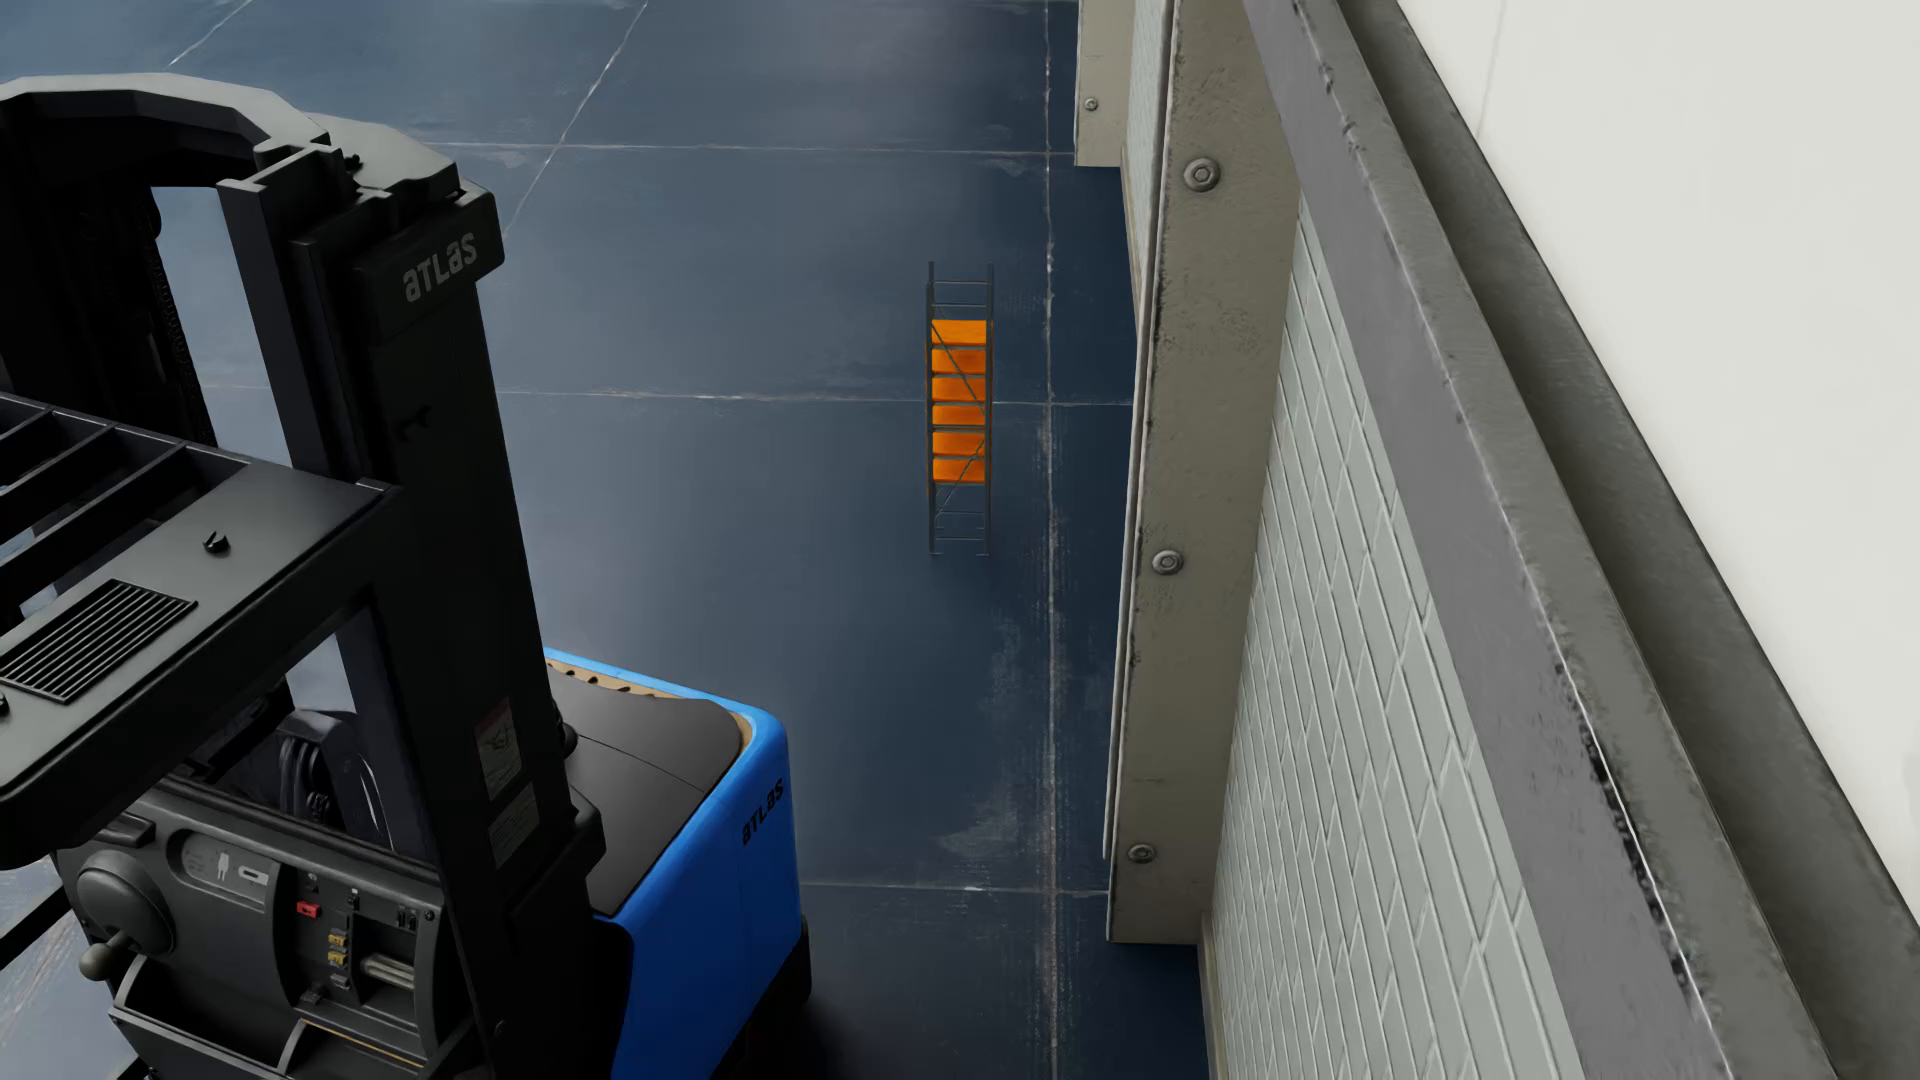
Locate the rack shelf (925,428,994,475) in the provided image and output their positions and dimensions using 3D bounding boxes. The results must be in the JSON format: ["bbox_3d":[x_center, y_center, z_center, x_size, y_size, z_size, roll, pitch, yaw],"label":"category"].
[{"bbox_3d":[-0.001,-0.348,6.488,0.258,0.103,0.180,1,35,2],"label":"rack shelf"}]

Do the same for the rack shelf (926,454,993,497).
[{"bbox_3d":[-0.001,-0.250,6.557,0.258,0.103,0.180,1,35,2],"label":"rack shelf"}]

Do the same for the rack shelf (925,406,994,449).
[{"bbox_3d":[-0.001,-0.446,6.419,0.258,0.103,0.180,1,35,2],"label":"rack shelf"}]

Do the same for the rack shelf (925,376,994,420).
[{"bbox_3d":[-0.001,-0.544,6.350,0.258,0.103,0.180,1,35,2],"label":"rack shelf"}]

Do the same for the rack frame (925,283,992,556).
[{"bbox_3d":[-0.004,-0.430,6.318,0.240,1.200,0.006,1,35,2],"label":"rack frame"}]

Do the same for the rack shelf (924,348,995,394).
[{"bbox_3d":[-0.001,-0.643,6.281,0.258,0.103,0.180,1,35,2],"label":"rack shelf"}]

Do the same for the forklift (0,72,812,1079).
[{"bbox_3d":[-1.465,0.800,3.063,1.130,2.935,3.031,14,37,19],"label":"forklift"}]

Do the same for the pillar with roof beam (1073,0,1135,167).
[{"bbox_3d":[-3.455,-6.125,7.639,9.100,9.000,0.400,1,35,2],"label":"pillar with roof beam"}]

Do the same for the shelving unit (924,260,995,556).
[{"bbox_3d":[-0.001,-0.483,6.393,0.258,1.200,0.189,1,35,2],"label":"shelving unit"}]

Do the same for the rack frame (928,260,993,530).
[{"bbox_3d":[0.003,-0.535,6.468,0.240,1.200,0.006,1,35,2],"label":"rack frame"}]

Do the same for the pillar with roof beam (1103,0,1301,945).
[{"bbox_3d":[-3.696,-2.678,2.734,9.100,9.000,0.400,1,35,2],"label":"pillar with roof beam"}]

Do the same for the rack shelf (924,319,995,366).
[{"bbox_3d":[-0.001,-0.741,6.212,0.258,0.103,0.180,1,35,2],"label":"rack shelf"}]
